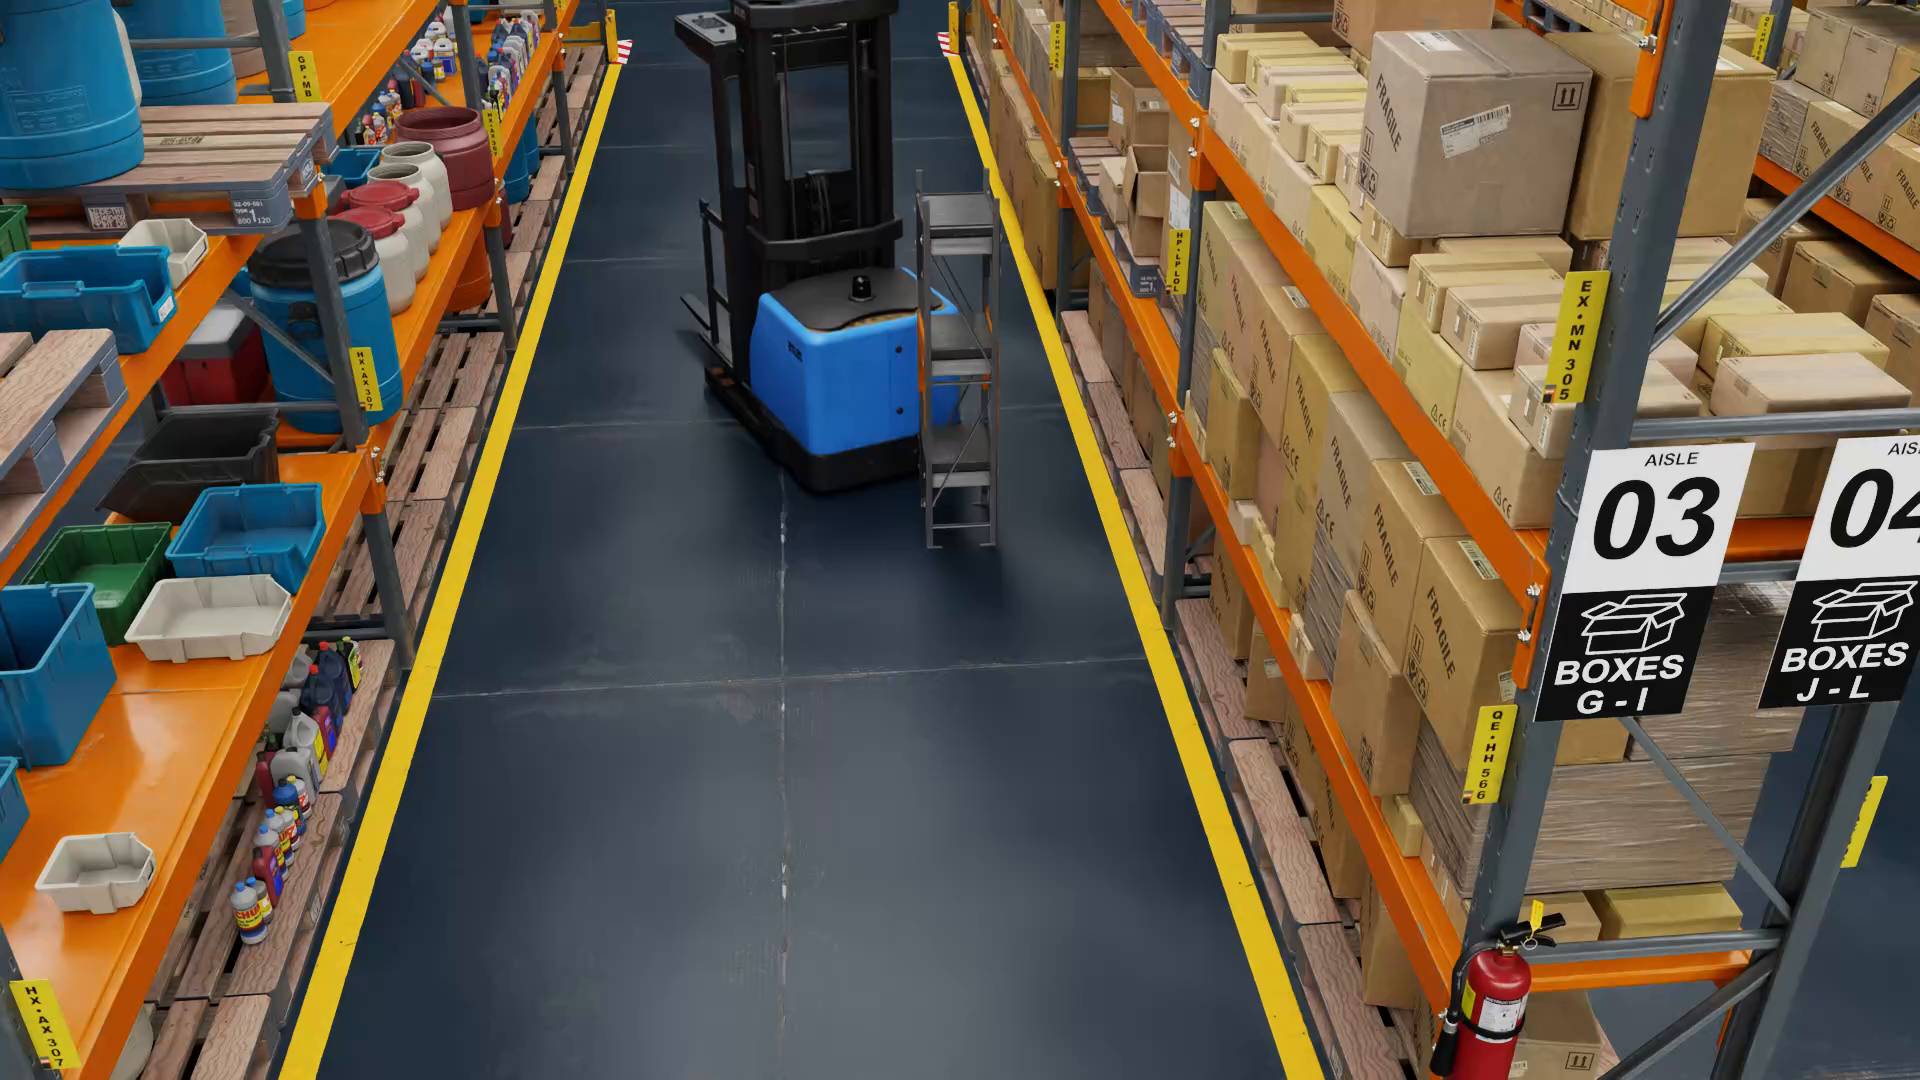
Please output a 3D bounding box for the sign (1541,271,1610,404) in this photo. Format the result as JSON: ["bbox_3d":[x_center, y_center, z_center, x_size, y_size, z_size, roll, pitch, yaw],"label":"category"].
[{"bbox_3d":[1.409,-0.461,3.809,0.100,0.325,0.005,-3,31,-5],"label":"sign"}]

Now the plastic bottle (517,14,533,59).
[{"bbox_3d":[-3.678,-4.224,13.945,0.144,0.351,0.185,-3,31,-5],"label":"plastic bottle"}]

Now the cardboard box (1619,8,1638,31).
[{"bbox_3d":[5.541,-4.169,13.350,0.380,0.149,0.250,-2,31,-3],"label":"cardboard box"}]

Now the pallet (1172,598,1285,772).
[{"bbox_3d":[1.687,0.686,8.395,1.003,0.211,1.213,-3,31,-5],"label":"pallet"}]

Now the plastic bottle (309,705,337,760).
[{"bbox_3d":[-2.920,0.857,7.610,0.061,0.283,0.133,-1,31,-1],"label":"plastic bottle"}]

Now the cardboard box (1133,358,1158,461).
[{"bbox_3d":[1.475,-0.812,10.193,0.700,0.500,0.500,-5,31,-9],"label":"cardboard box"}]

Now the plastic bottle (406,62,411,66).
[{"bbox_3d":[-4.254,-3.542,12.868,0.061,0.283,0.133,-3,31,-5],"label":"plastic bottle"}]

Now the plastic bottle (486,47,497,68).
[{"bbox_3d":[-3.738,-3.812,13.332,0.097,0.271,0.097,0,31,0],"label":"plastic bottle"}]

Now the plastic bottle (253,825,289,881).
[{"bbox_3d":[-2.859,1.294,6.890,0.097,0.271,0.097,0,31,0],"label":"plastic bottle"}]

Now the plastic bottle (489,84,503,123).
[{"bbox_3d":[-3.466,-3.268,12.410,0.061,0.283,0.133,-3,31,-5],"label":"plastic bottle"}]

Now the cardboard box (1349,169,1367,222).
[{"bbox_3d":[1.533,-1.138,5.562,0.380,0.149,0.250,-4,31,-7],"label":"cardboard box"}]

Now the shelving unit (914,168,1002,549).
[{"bbox_3d":[-0.015,-0.986,9.353,0.431,2.100,0.503,-3,31,-5],"label":"shelving unit"}]

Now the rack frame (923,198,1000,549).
[{"bbox_3d":[0.007,-0.861,9.144,0.400,2.100,0.015,-3,31,-5],"label":"rack frame"}]

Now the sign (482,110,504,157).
[{"bbox_3d":[-3.169,-2.757,11.281,0.100,0.325,0.005,-3,31,-5],"label":"sign"}]

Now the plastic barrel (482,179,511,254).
[{"bbox_3d":[-3.884,-2.628,13.166,0.600,0.588,0.708,-3,31,-5],"label":"plastic barrel"}]

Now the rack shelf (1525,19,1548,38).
[{"bbox_3d":[5.976,-3.793,13.876,1.077,0.370,4.000,-3,31,-5],"label":"rack shelf"}]

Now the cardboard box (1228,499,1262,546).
[{"bbox_3d":[1.386,-0.109,7.252,0.380,0.149,0.250,-3,31,-5],"label":"cardboard box"}]

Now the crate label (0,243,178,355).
[{"bbox_3d":[-2.814,-0.768,5.330,0.502,0.251,0.408,-3,31,-5],"label":"crate label"}]

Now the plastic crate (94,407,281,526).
[{"bbox_3d":[-3.420,-0.315,7.412,0.767,0.338,0.504,-3,31,-5],"label":"plastic crate"}]

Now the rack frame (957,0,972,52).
[{"bbox_3d":[0.468,-6.979,18.508,1.000,3.000,0.127,-3,31,-5],"label":"rack frame"}]

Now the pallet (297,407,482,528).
[{"bbox_3d":[-3.571,-0.441,10.282,1.003,0.211,1.213,-3,31,-5],"label":"pallet"}]

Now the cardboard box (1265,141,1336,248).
[{"bbox_3d":[1.467,-1.309,6.238,0.500,0.250,0.500,-4,31,-7],"label":"cardboard box"}]

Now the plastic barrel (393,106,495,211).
[{"bbox_3d":[-3.371,-2.493,10.866,0.600,0.536,0.708,-3,31,-5],"label":"plastic barrel"}]

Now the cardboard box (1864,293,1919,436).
[{"bbox_3d":[6.303,-1.058,10.380,1.050,0.750,0.750,-3,31,-5],"label":"cardboard box"}]

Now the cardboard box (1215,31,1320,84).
[{"bbox_3d":[1.313,-2.066,7.116,0.380,0.149,0.250,-4,31,-6],"label":"cardboard box"}]

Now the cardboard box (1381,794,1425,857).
[{"bbox_3d":[1.633,0.910,5.547,0.380,0.149,0.250,-3,31,-5],"label":"cardboard box"}]

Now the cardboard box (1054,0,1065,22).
[{"bbox_3d":[1.105,-4.075,12.571,0.797,0.503,0.637,-2,31,-3],"label":"cardboard box"}]

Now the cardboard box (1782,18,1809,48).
[{"bbox_3d":[6.285,-3.790,12.426,0.380,0.149,0.250,-4,31,-6],"label":"cardboard box"}]

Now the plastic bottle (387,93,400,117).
[{"bbox_3d":[-4.247,-3.234,12.432,0.097,0.201,0.097,0,31,0],"label":"plastic bottle"}]

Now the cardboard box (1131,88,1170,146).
[{"bbox_3d":[1.458,-2.563,10.610,0.700,0.500,0.500,2,31,3],"label":"cardboard box"}]

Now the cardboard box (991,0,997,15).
[{"bbox_3d":[0.487,-4.969,15.388,0.380,0.149,0.250,-3,31,-4],"label":"cardboard box"}]

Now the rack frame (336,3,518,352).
[{"bbox_3d":[-3.716,-2.657,11.273,1.000,3.000,0.127,-3,31,-5],"label":"rack frame"}]

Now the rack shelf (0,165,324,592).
[{"bbox_3d":[-3.155,-0.573,5.560,1.077,0.370,4.000,-3,31,-5],"label":"rack shelf"}]

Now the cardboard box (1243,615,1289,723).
[{"bbox_3d":[1.648,0.539,7.951,0.500,0.500,0.500,7,32,11],"label":"cardboard box"}]

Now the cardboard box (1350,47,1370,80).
[{"bbox_3d":[1.841,-1.954,6.928,0.380,0.149,0.250,-2,31,-4],"label":"cardboard box"}]

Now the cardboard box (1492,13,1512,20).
[{"bbox_3d":[5.876,-5.591,17.976,0.380,0.149,0.250,-2,31,-3],"label":"cardboard box"}]

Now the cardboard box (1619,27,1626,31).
[{"bbox_3d":[5.545,-4.038,13.420,0.380,0.149,0.250,-2,31,-3],"label":"cardboard box"}]

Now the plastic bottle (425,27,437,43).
[{"bbox_3d":[-4.408,-4.142,13.885,0.097,0.271,0.097,0,31,0],"label":"plastic bottle"}]

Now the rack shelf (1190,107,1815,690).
[{"bbox_3d":[1.776,-0.810,5.957,1.077,0.370,4.000,-3,31,-5],"label":"rack shelf"}]

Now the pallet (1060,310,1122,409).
[{"bbox_3d":[1.287,-1.298,11.717,1.003,0.211,1.213,-3,31,-5],"label":"pallet"}]

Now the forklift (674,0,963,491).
[{"bbox_3d":[-1.101,-2.288,10.723,1.130,2.935,3.031,-15,34,-23],"label":"forklift"}]

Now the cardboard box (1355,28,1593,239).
[{"bbox_3d":[1.566,-1.262,5.138,0.500,0.500,0.500,-3,31,-5],"label":"cardboard box"}]

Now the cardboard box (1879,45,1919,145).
[{"bbox_3d":[6.294,-2.803,10.445,0.700,0.500,0.500,-3,31,-5],"label":"cardboard box"}]

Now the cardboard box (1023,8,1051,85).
[{"bbox_3d":[0.784,-3.957,13.352,0.500,0.500,0.500,-2,31,-4],"label":"cardboard box"}]

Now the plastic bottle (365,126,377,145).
[{"bbox_3d":[-4.171,-2.818,11.736,0.097,0.201,0.097,0,31,0],"label":"plastic bottle"}]

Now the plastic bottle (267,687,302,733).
[{"bbox_3d":[-3.122,0.799,7.715,0.152,0.276,0.135,-3,31,-5],"label":"plastic bottle"}]

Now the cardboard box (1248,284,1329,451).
[{"bbox_3d":[1.473,-0.699,6.633,0.500,0.500,0.500,-3,31,-5],"label":"cardboard box"}]

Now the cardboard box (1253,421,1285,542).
[{"bbox_3d":[1.728,-0.283,6.910,0.875,0.500,0.500,-3,31,-5],"label":"cardboard box"}]

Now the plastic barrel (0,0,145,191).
[{"bbox_3d":[-3.356,-1.785,5.989,0.600,0.901,0.708,-3,31,-5],"label":"plastic barrel"}]

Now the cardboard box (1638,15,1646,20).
[{"bbox_3d":[5.570,-4.158,13.041,0.380,0.149,0.250,-3,31,-5],"label":"cardboard box"}]

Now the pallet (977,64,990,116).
[{"bbox_3d":[0.732,-4.756,17.506,1.003,0.211,1.213,-3,31,-5],"label":"pallet"}]

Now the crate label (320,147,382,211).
[{"bbox_3d":[-3.892,-2.152,10.393,0.502,0.435,0.616,-3,31,-5],"label":"crate label"}]

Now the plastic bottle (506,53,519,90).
[{"bbox_3d":[-3.548,-3.716,13.160,0.061,0.283,0.133,-3,31,-5],"label":"plastic bottle"}]
